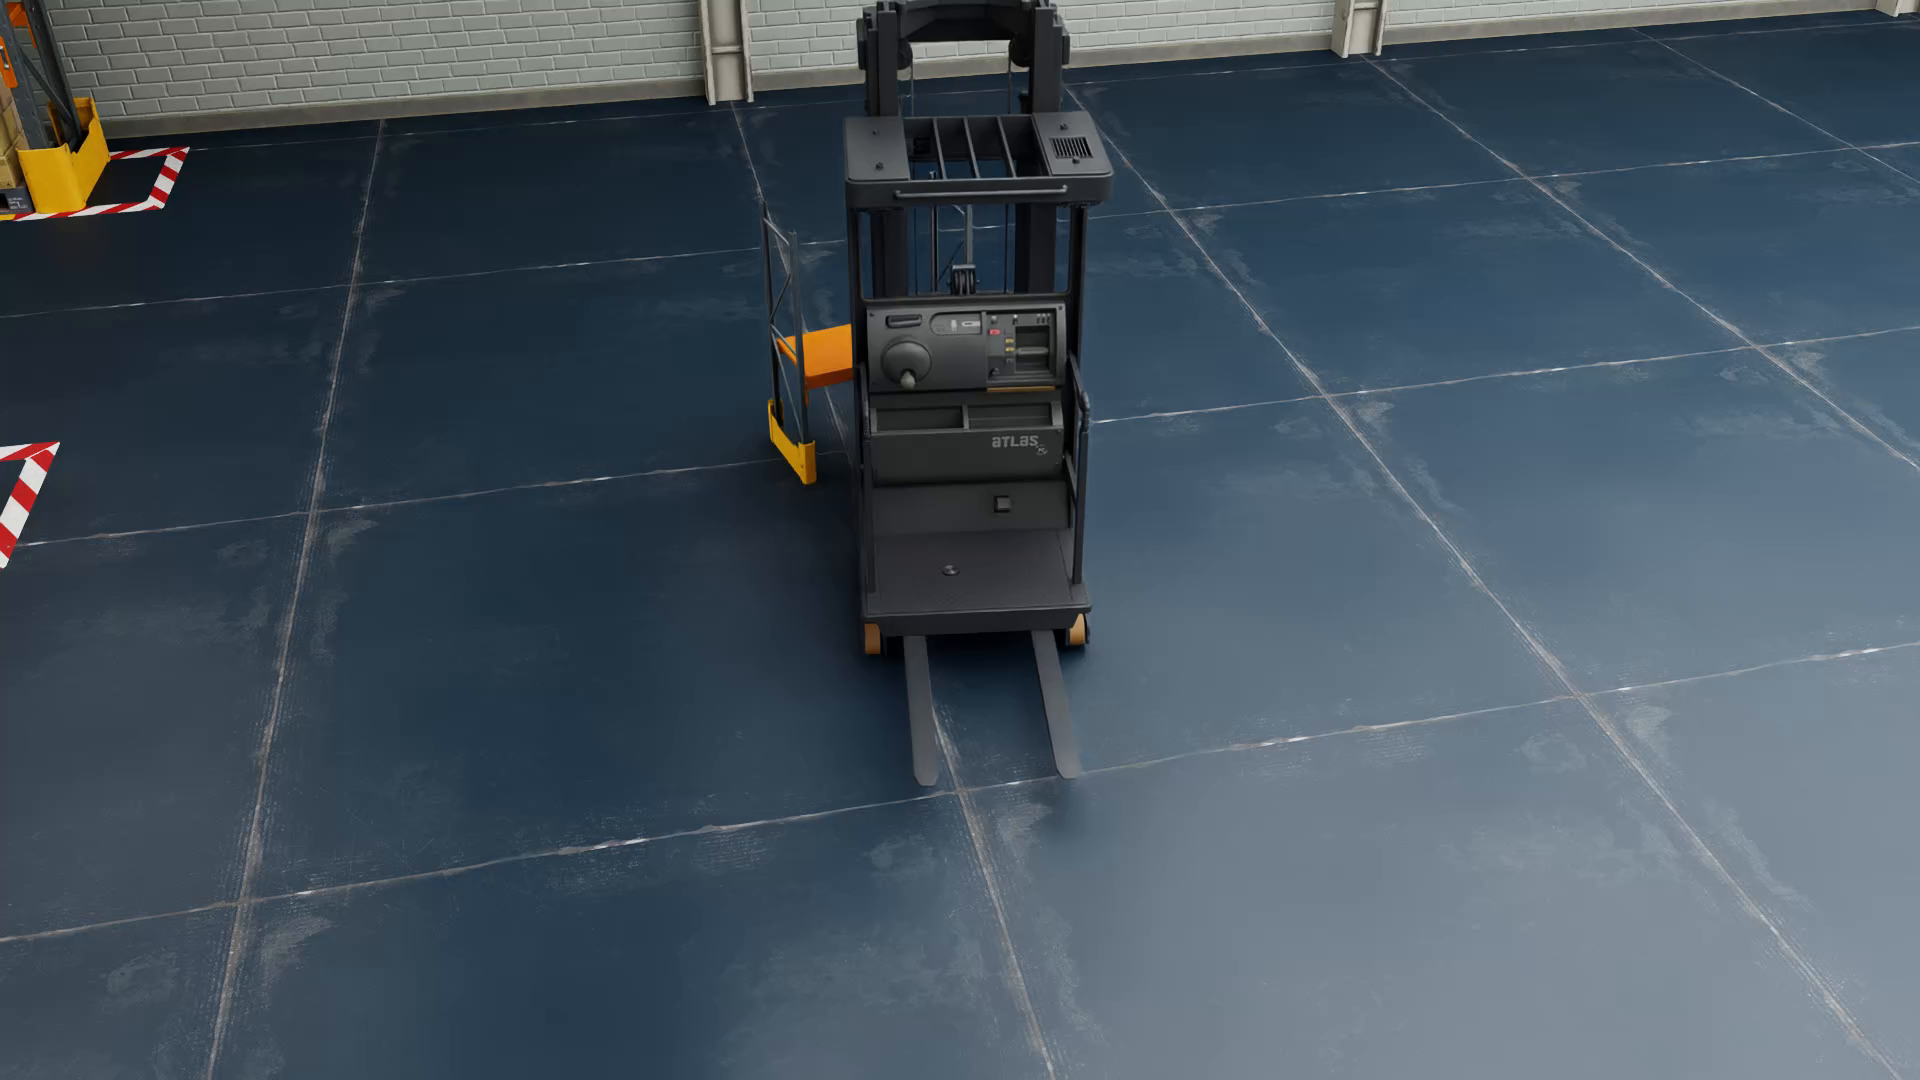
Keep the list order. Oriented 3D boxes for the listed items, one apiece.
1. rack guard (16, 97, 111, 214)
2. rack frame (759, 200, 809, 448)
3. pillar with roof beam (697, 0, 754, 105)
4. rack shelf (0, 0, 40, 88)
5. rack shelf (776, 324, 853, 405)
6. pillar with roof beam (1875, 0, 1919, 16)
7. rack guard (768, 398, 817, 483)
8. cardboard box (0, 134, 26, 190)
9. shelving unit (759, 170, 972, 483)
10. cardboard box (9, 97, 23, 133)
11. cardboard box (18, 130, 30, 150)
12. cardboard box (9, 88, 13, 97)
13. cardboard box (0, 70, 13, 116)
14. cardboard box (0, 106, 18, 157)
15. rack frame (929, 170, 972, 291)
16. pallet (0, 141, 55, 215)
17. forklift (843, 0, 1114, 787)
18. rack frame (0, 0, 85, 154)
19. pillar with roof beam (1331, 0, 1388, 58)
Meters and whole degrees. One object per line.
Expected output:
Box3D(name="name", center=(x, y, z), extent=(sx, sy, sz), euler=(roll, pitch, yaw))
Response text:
Box3D(name="rack guard", center=(-7.011, -3.023, 13.029), extent=(0.348, 0.500, 1.175), euler=(-7, 35, -11))
Box3D(name="rack frame", center=(-0.972, -1.098, 9.263), extent=(0.032, 1.500, 0.500), euler=(-15, 37, -21))
Box3D(name="pillar with roof beam", center=(-1.110, -5.351, 8.871), extent=(0.400, 9.000, 9.100), euler=(-7, 35, -11))
Box3D(name="rack shelf", center=(-8.985, -3.513, 12.162), extent=(4.000, 0.370, 1.077), euler=(-7, 35, -11))
Box3D(name="rack shelf", center=(-0.513, -1.071, 9.545), extent=(1.000, 0.185, 0.538), euler=(-15, 37, -21))
Box3D(name="pillar with roof beam", center=(10.594, -6.826, 11.069), extent=(0.400, 9.000, 9.100), euler=(-7, 35, -11))
Box3D(name="rack guard", center=(-0.971, -0.579, 9.612), extent=(0.087, 0.250, 0.587), euler=(-15, 37, -21))
Box3D(name="cardboard box", center=(-7.423, -2.861, 12.635), extent=(0.500, 0.250, 0.500), euler=(-7, 34, -10))
Box3D(name="shelving unit", center=(-0.521, -1.218, 9.442), extent=(1.083, 1.500, 0.587), euler=(-15, 37, -21))
Box3D(name="cardboard box", center=(-7.538, -3.353, 12.920), extent=(0.500, 0.250, 0.500), euler=(-7, 34, -10))
Box3D(name="cardboard box", center=(-7.556, -3.136, 13.046), extent=(0.500, 0.250, 0.500), euler=(-7, 35, -10))
Box3D(name="cardboard box", center=(-7.544, -3.549, 12.764), extent=(0.500, 0.250, 0.500), euler=(-8, 35, -11))
Box3D(name="cardboard box", center=(-7.414, -3.280, 12.362), extent=(0.500, 0.250, 0.500), euler=(-6, 34, -9))
Box3D(name="cardboard box", center=(-7.440, -3.068, 12.496), extent=(0.500, 0.250, 0.500), euler=(-8, 35, -11))
Box3D(name="rack frame", center=(-0.054, -1.342, 9.627), extent=(0.032, 1.500, 0.500), euler=(-15, 37, -21))
Box3D(name="pallet", center=(-7.771, -2.783, 12.931), extent=(1.213, 0.211, 1.003), euler=(-7, 35, -11))
Box3D(name="forklift", center=(0.050, -0.847, 7.605), extent=(1.130, 2.935, 3.031), euler=(-2, 34, -4))
Box3D(name="rack frame", center=(-7.034, -4.058, 12.328), extent=(0.127, 3.000, 1.000), euler=(-7, 35, -11))
Box3D(name="pillar with roof beam", center=(4.742, -6.089, 9.970), extent=(0.400, 9.000, 9.100), euler=(-7, 35, -11))
